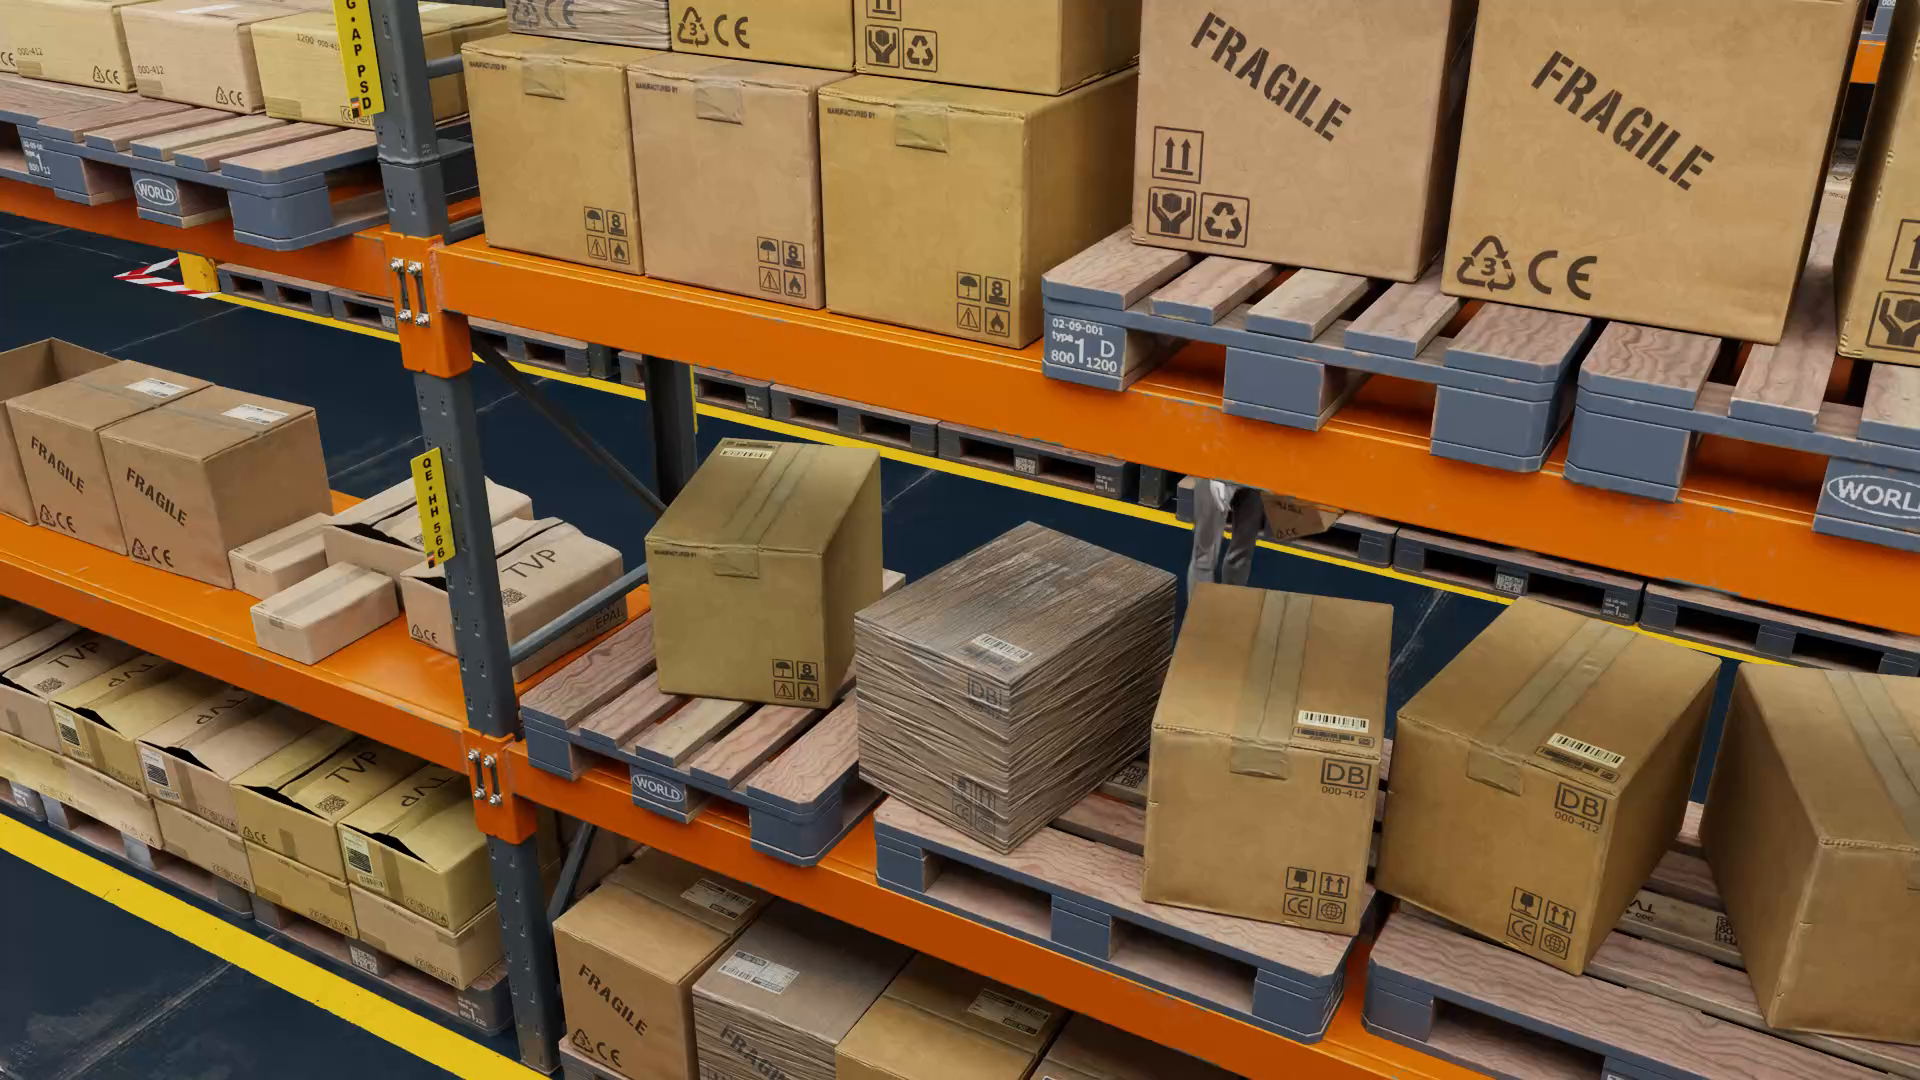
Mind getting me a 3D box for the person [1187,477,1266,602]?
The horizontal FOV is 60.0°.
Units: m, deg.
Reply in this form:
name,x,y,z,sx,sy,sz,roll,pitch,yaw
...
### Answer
name,x,y,z,sx,sy,sz,roll,pitch,yaw
person,1.304,-0.297,7.643,0.494,1.699,0.530,-6,27,-12
